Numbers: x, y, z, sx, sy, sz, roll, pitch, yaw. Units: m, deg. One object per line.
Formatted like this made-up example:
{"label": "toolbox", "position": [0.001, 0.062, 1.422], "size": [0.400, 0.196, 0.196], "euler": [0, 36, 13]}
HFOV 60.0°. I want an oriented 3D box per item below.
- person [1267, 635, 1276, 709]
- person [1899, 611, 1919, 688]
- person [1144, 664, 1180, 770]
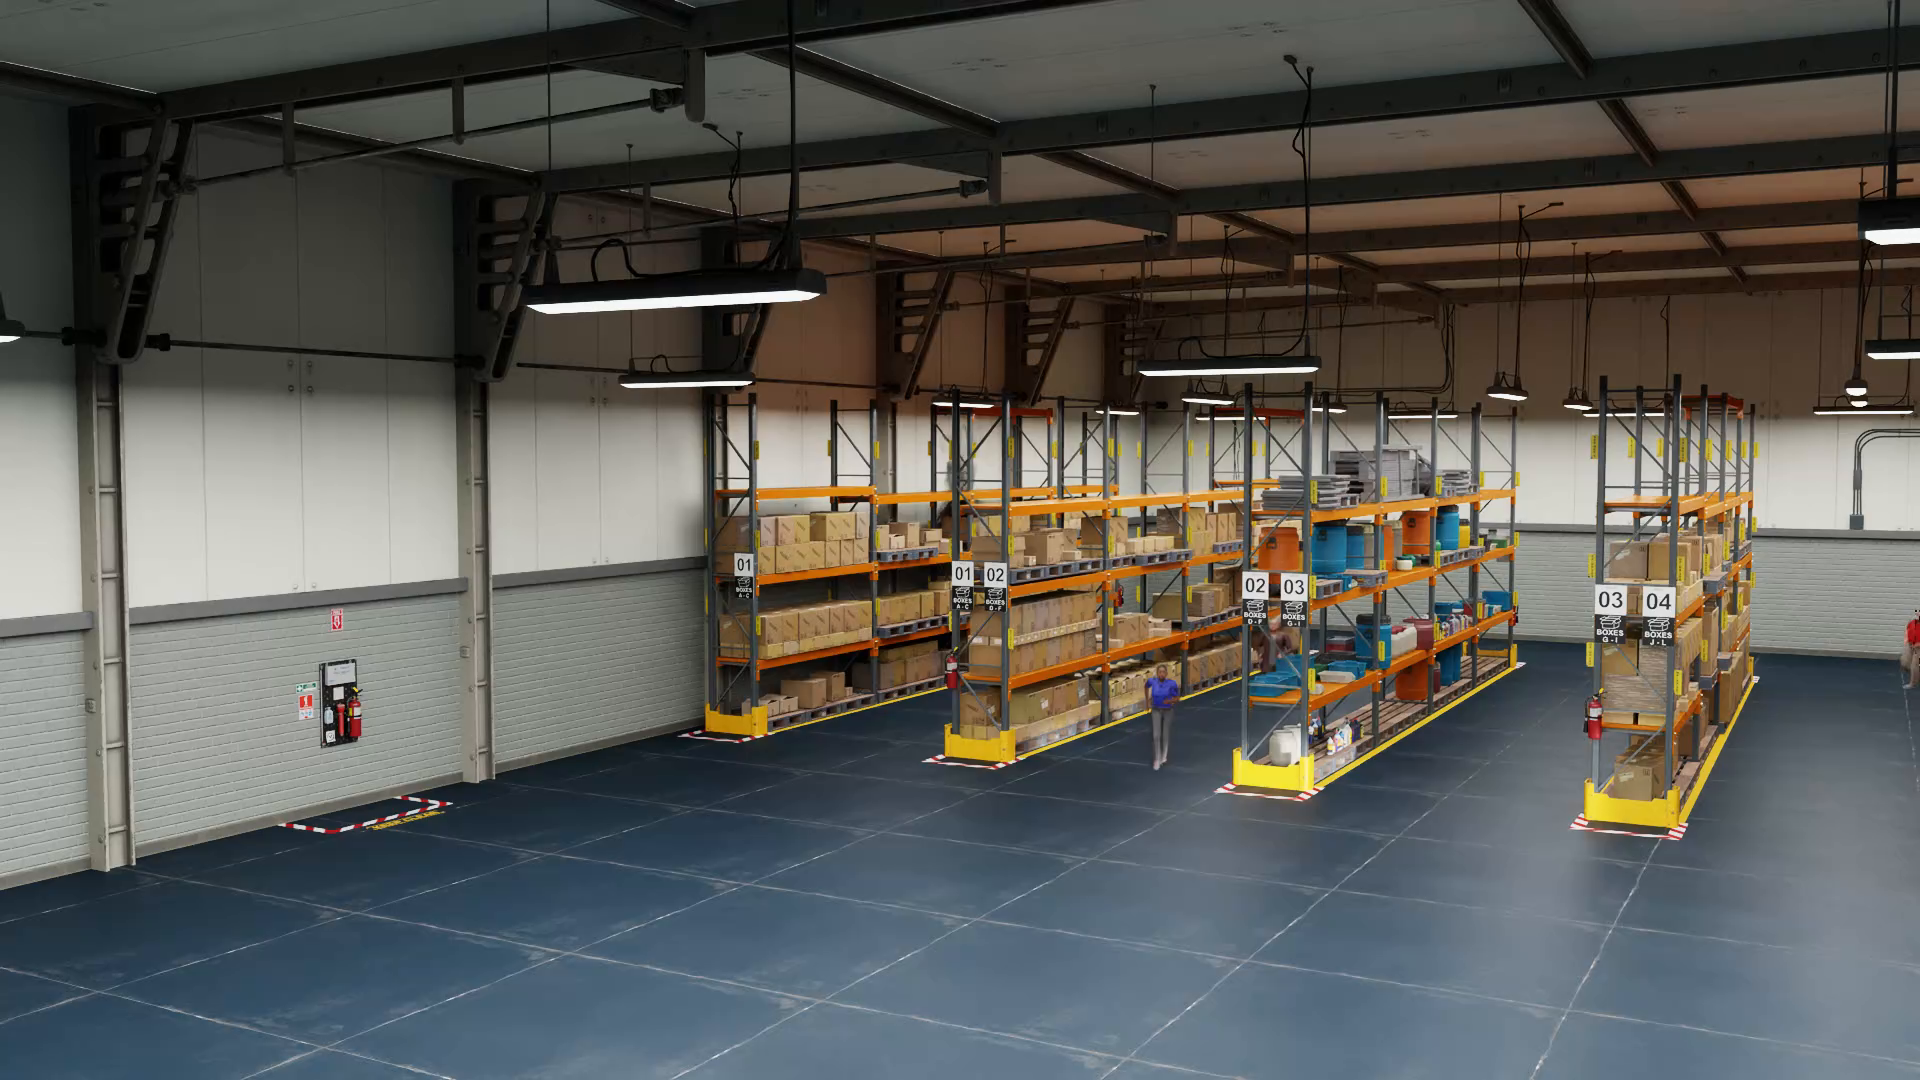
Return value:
{"label": "person", "position": [6.083, 2.523, 32.237], "size": [0.626, 1.470, 0.723], "euler": [1, 3, 21]}
{"label": "person", "position": [20.095, 2.297, 34.848], "size": [0.580, 1.686, 0.698], "euler": [-1, 3, -26]}
{"label": "person", "position": [3.177, 2.849, 26.179], "size": [0.562, 1.619, 0.822], "euler": [0, 3, 8]}
